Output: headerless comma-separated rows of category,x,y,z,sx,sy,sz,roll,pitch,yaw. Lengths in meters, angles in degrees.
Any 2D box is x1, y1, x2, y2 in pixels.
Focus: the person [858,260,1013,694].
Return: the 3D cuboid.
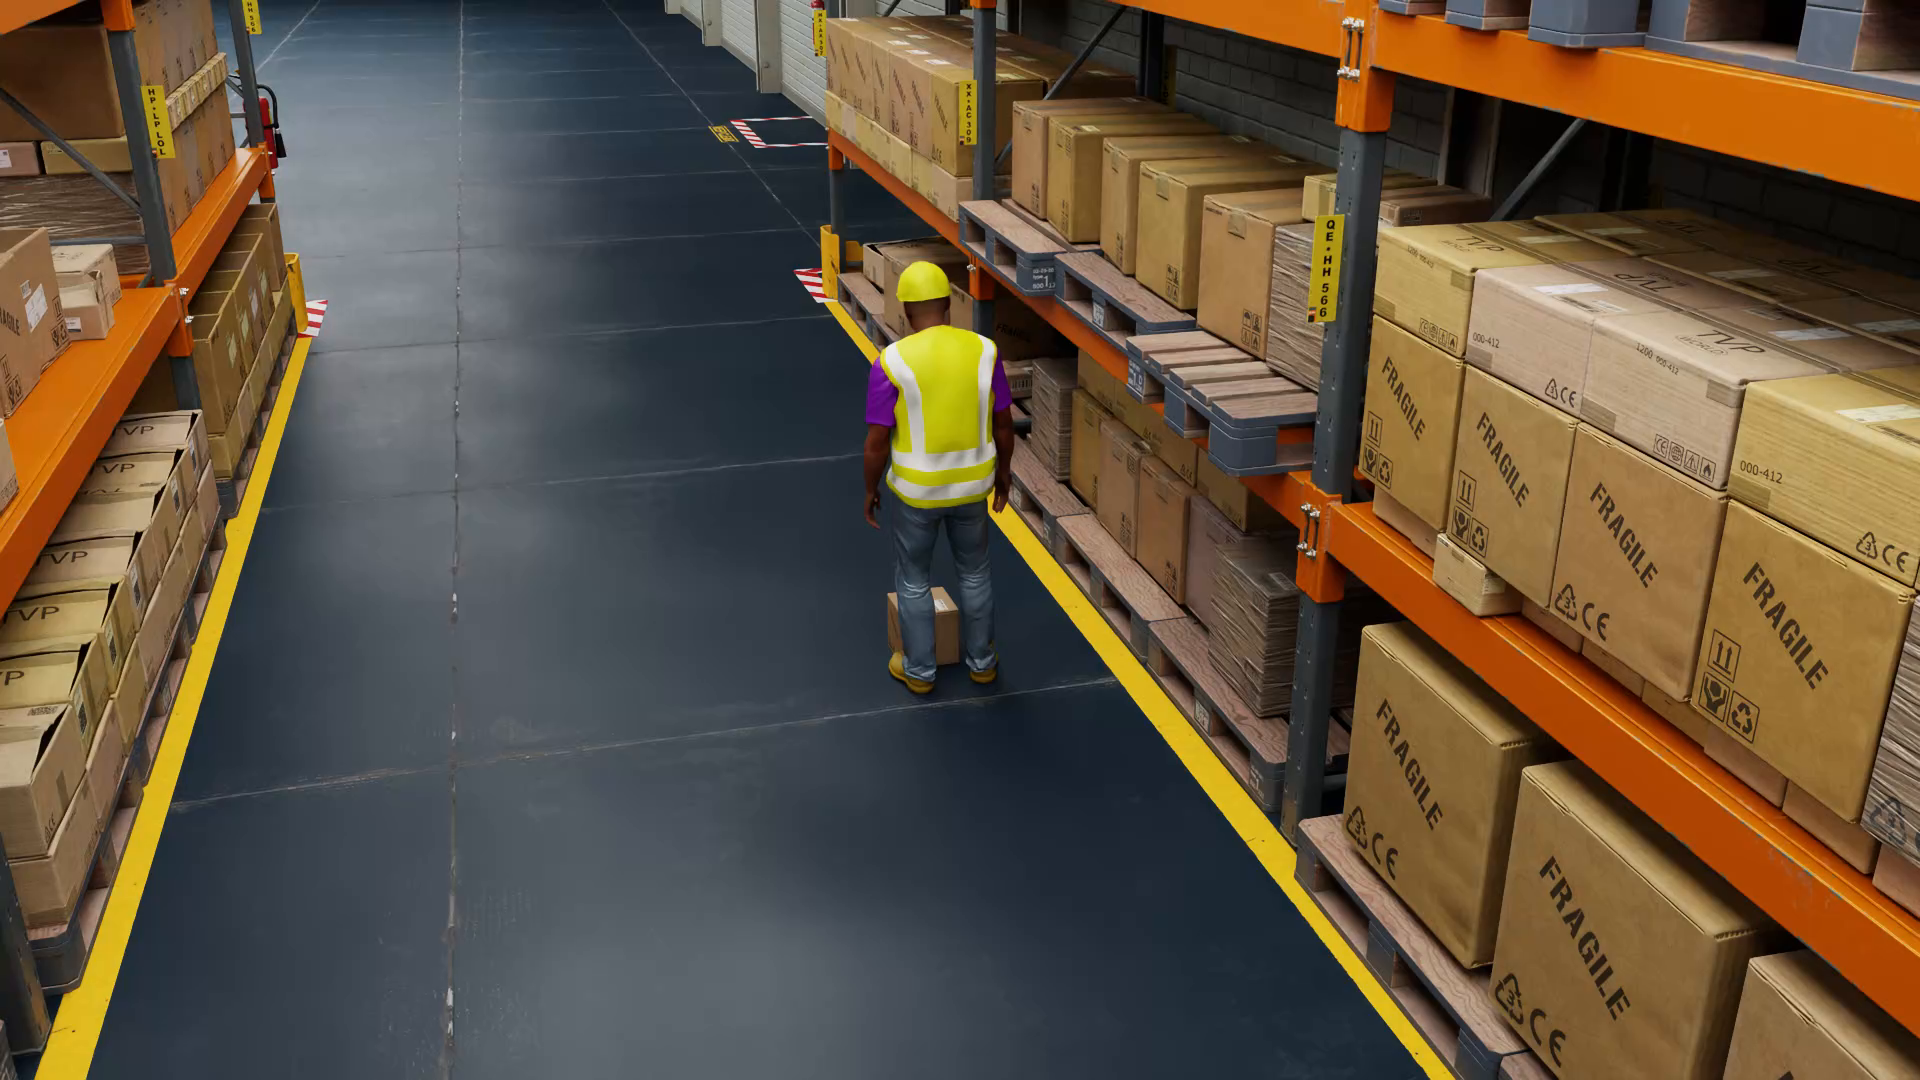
person,-0.099,-0.235,6.630,0.636,1.761,0.454,-7,24,-17
